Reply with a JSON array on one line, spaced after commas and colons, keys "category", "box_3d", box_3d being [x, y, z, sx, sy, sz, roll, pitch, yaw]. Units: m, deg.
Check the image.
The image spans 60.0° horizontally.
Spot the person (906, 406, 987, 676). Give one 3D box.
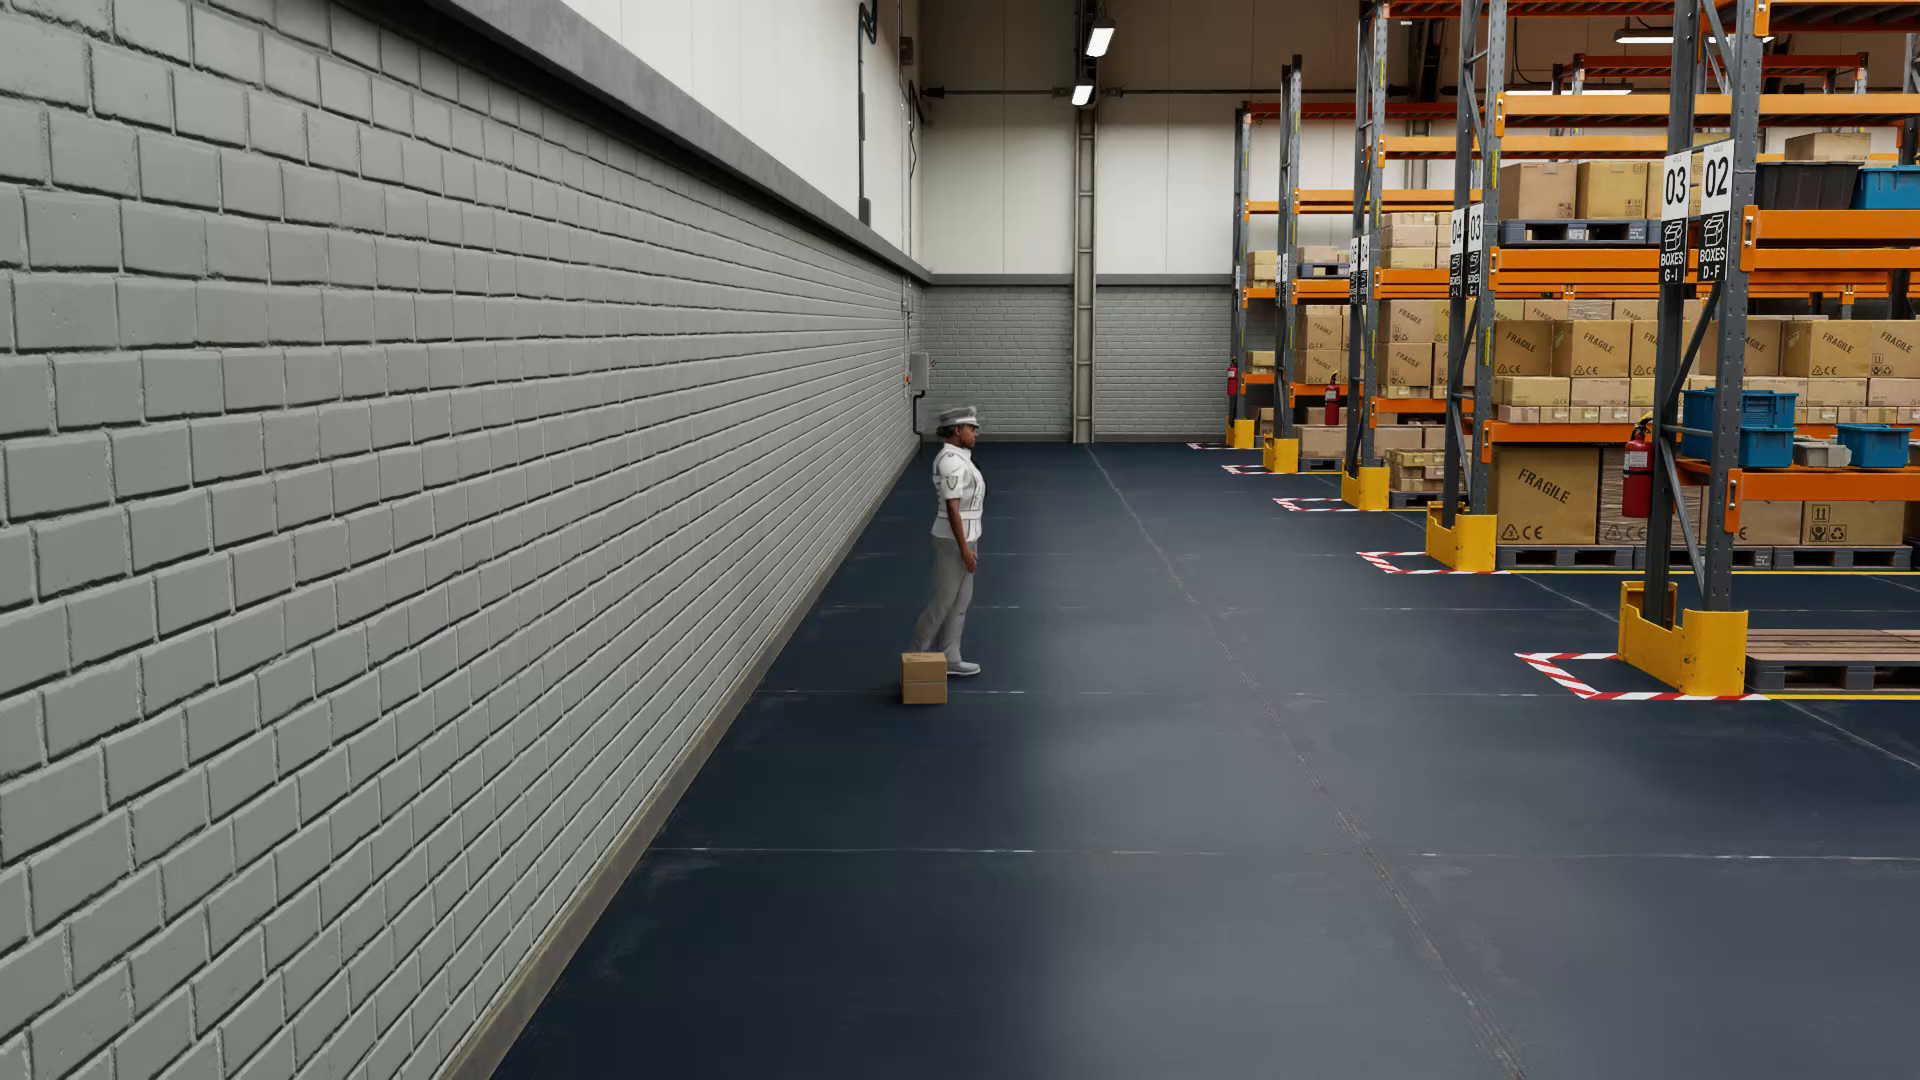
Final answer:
[{"category": "person", "box_3d": [-0.104, 0.035, 10.024, 0.483, 1.670, 0.676, 1, 7, 7]}]
